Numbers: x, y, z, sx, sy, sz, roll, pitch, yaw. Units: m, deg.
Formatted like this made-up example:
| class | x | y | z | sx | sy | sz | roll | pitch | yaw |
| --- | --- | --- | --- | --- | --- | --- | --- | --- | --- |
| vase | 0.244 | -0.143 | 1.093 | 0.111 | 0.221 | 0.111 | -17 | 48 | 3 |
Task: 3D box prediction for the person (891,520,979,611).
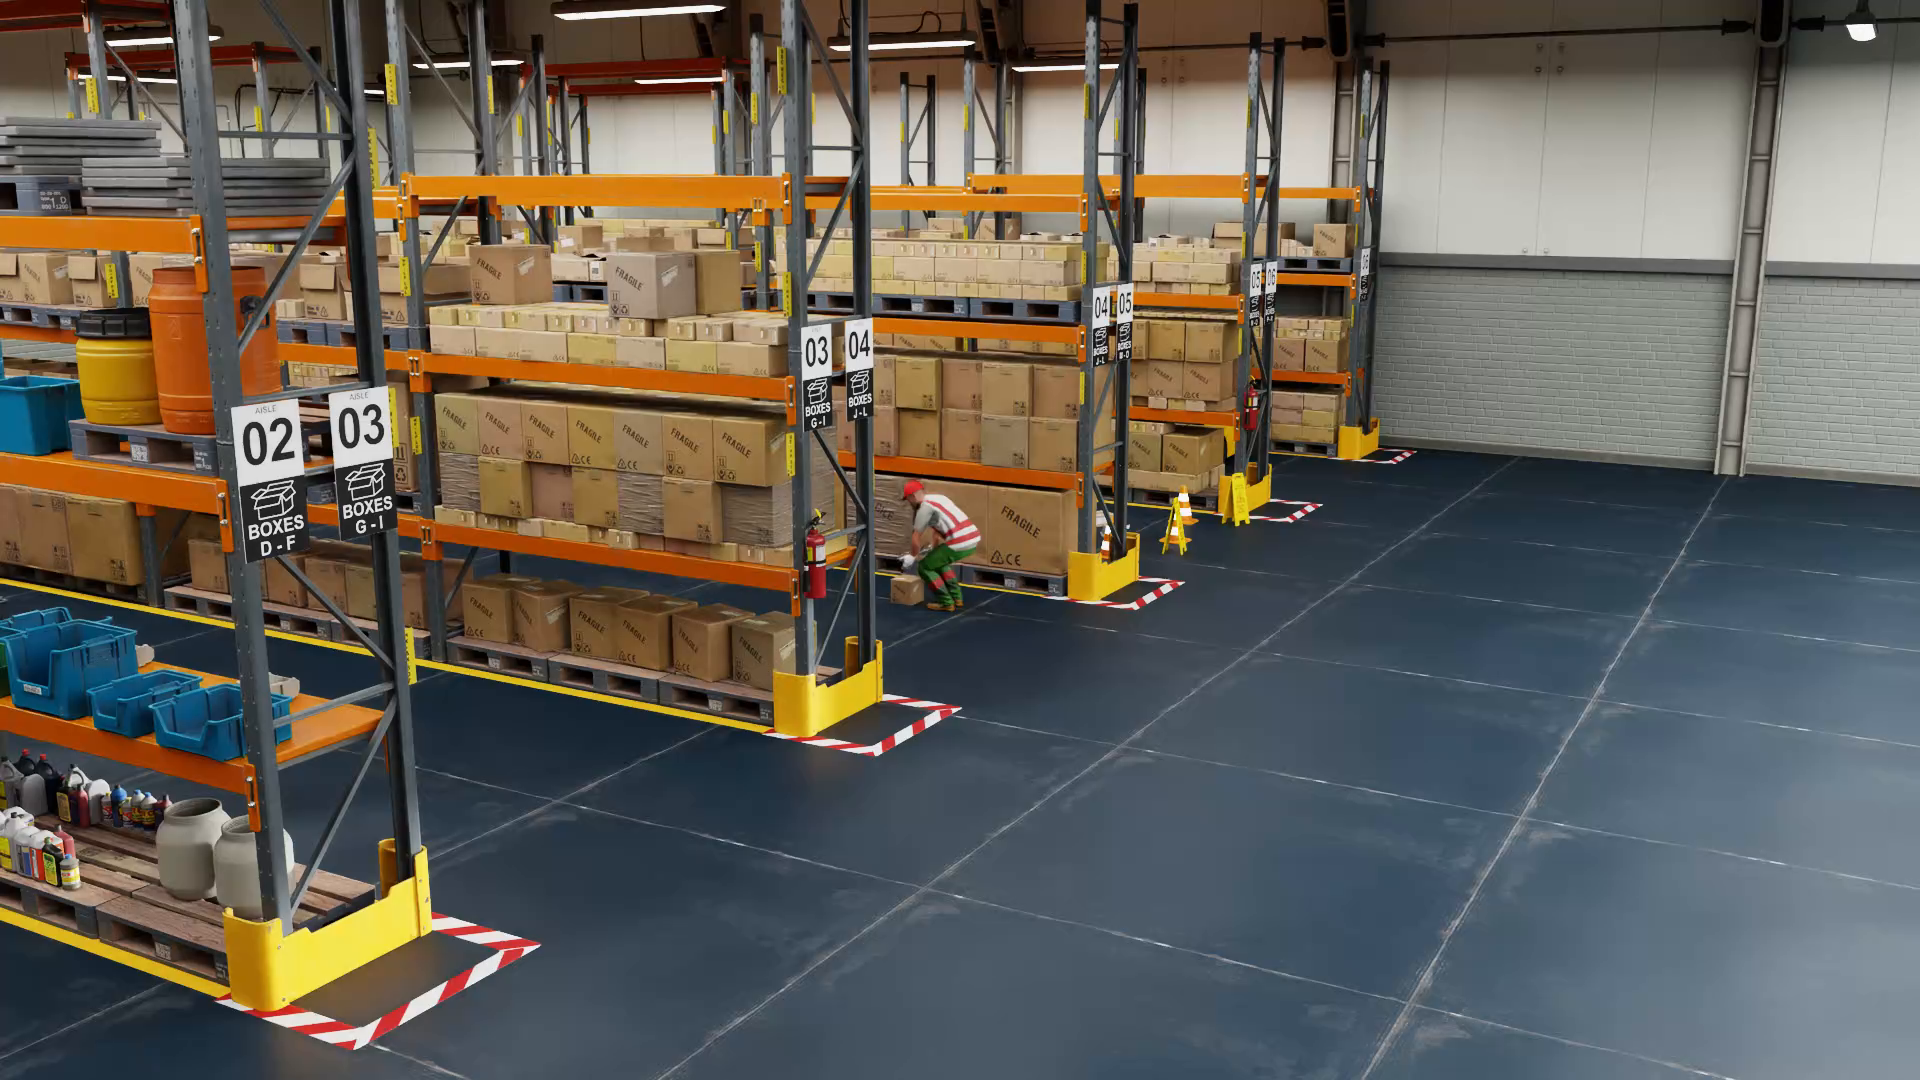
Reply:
| class | x | y | z | sx | sy | sz | roll | pitch | yaw |
| --- | --- | --- | --- | --- | --- | --- | --- | --- | --- |
| person | -0.278 | 0.240 | 16.922 | 0.956 | 0.915 | 0.530 | 6 | 14 | 26 |
